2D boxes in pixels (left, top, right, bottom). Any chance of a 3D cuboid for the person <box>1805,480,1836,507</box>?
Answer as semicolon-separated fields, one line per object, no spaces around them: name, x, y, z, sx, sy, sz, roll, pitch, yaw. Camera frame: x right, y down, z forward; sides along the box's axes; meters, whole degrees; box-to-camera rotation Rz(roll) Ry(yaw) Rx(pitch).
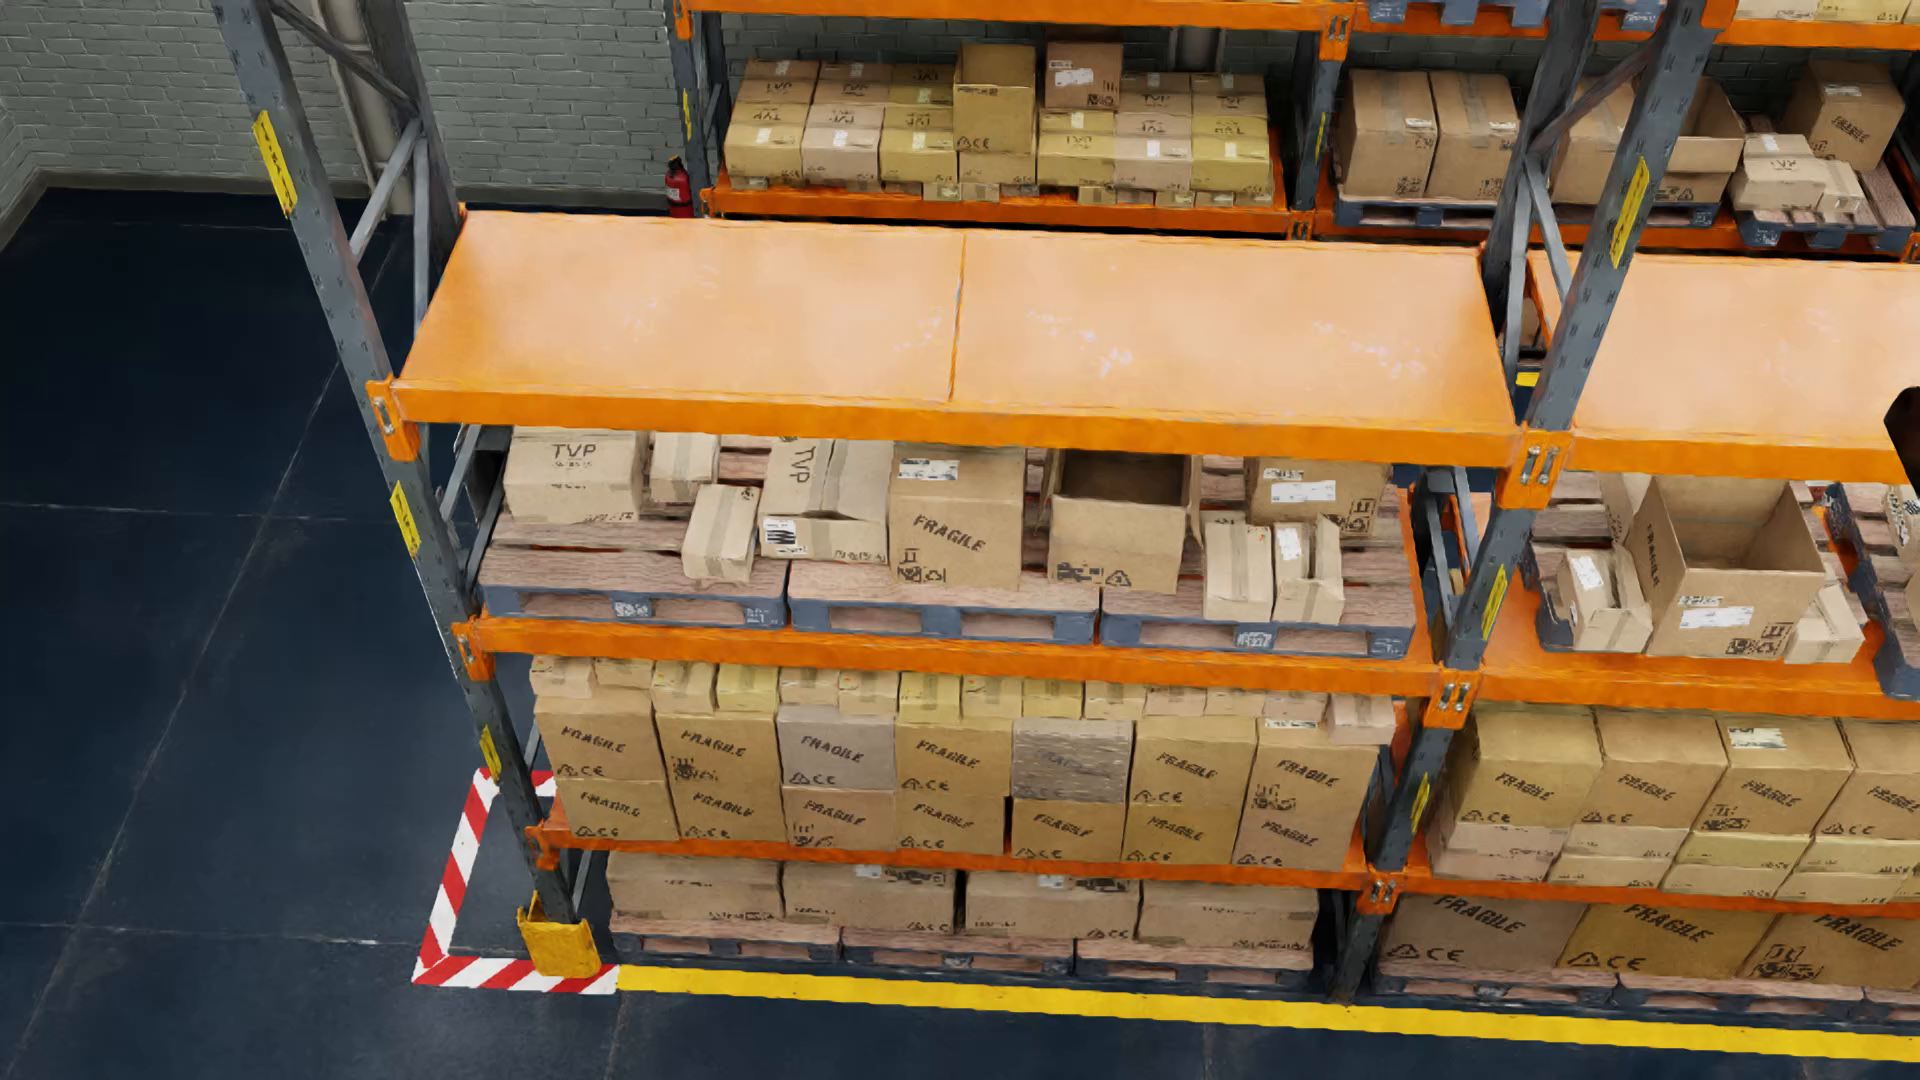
person;4.522;0.170;9.377;0.628;1.768;0.569;27;53;22
